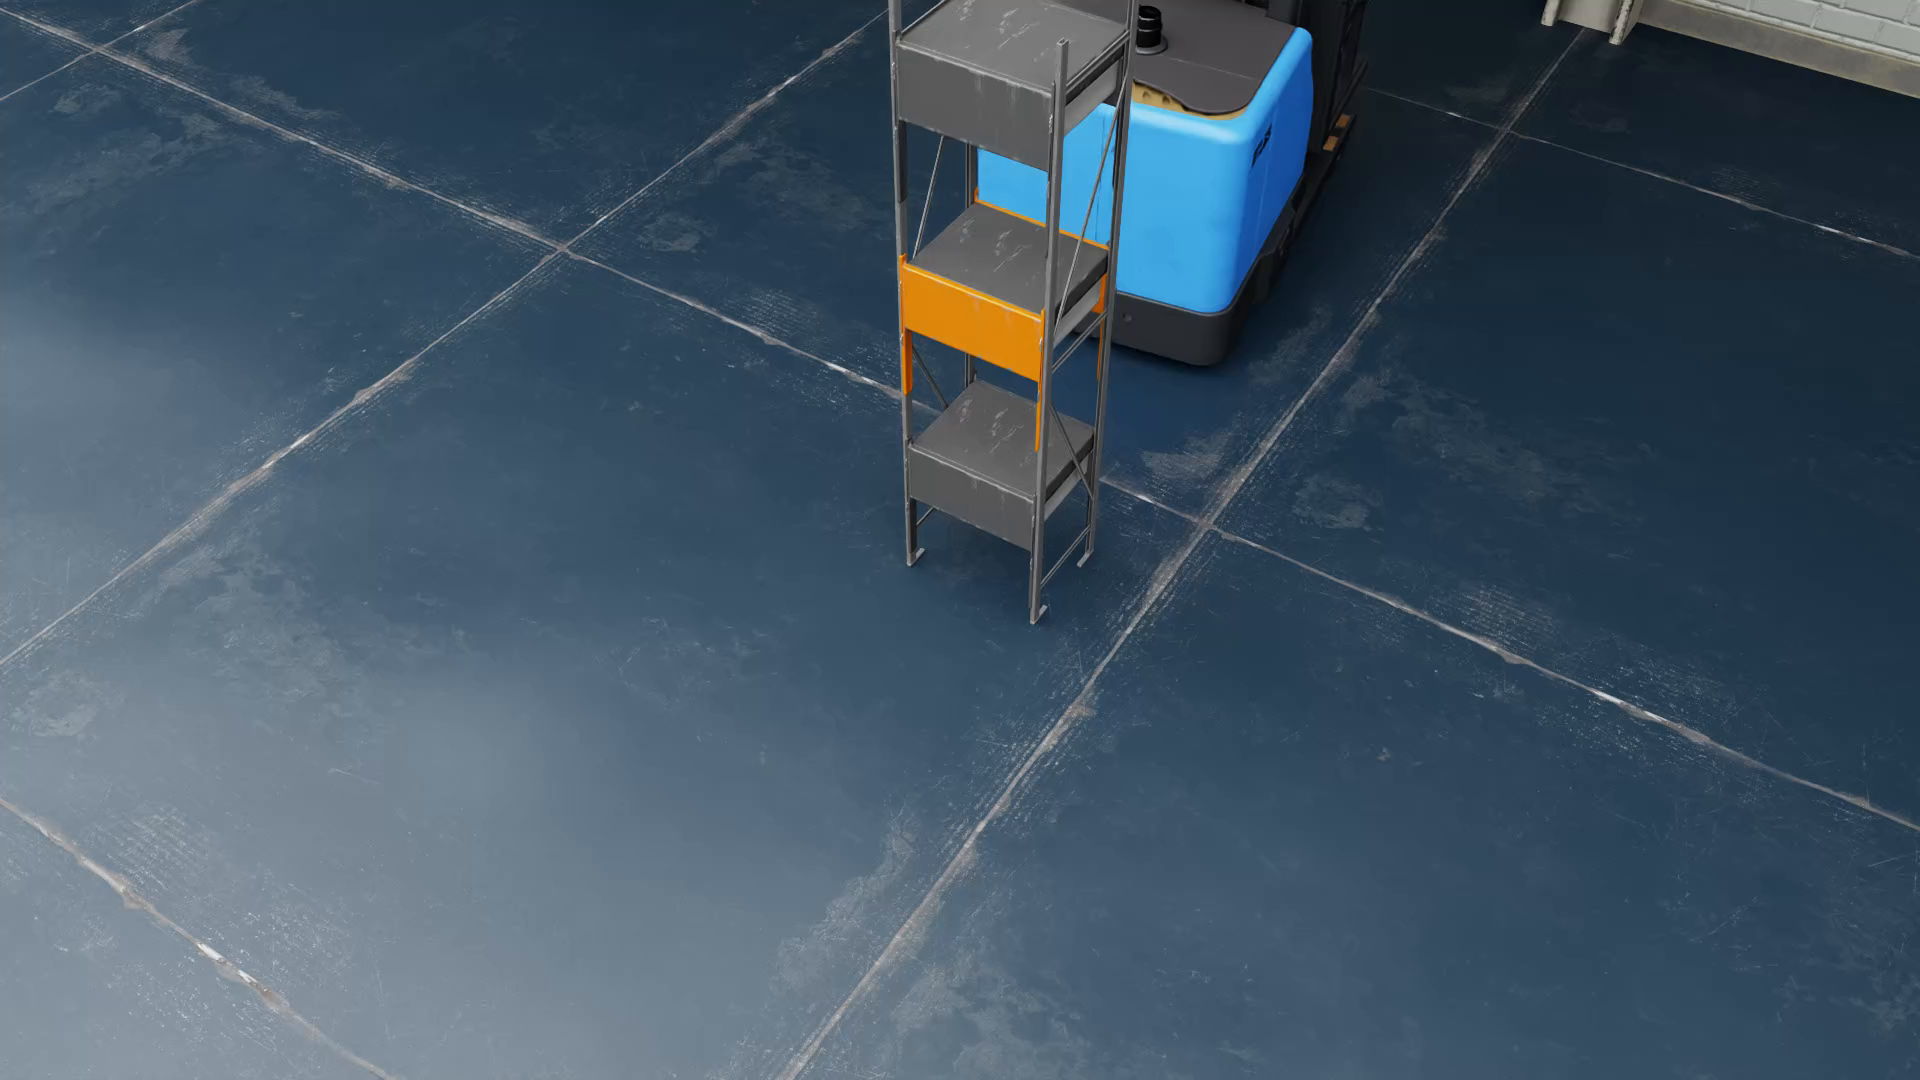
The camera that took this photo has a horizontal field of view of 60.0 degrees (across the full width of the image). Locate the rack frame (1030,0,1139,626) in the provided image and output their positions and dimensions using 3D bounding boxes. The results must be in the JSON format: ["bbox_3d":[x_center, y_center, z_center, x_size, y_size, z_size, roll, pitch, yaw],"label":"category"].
[{"bbox_3d":[0.345,-0.573,4.843,0.015,2.100,0.400,25,51,22],"label":"rack frame"}]

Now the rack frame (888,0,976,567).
[{"bbox_3d":[-0.066,-0.762,5.026,0.015,2.100,0.400,25,51,22],"label":"rack frame"}]

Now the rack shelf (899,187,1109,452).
[{"bbox_3d":[0.139,-0.658,4.944,0.480,0.518,0.431,25,51,22],"label":"rack shelf"}]

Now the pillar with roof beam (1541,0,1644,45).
[{"bbox_3d":[0.801,-3.113,2.500,0.400,9.000,9.100,25,51,22],"label":"pillar with roof beam"}]

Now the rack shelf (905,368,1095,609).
[{"bbox_3d":[0.139,-0.170,5.446,0.480,0.518,0.431,25,51,22],"label":"rack shelf"}]

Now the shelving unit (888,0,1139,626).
[{"bbox_3d":[0.139,-0.668,4.935,0.503,2.100,0.431,25,51,22],"label":"shelving unit"}]

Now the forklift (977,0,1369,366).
[{"bbox_3d":[1.116,-2.750,6.378,1.130,2.935,3.031,18,48,17],"label":"forklift"}]

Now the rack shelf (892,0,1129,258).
[{"bbox_3d":[0.139,-1.146,4.442,0.480,0.518,0.431,25,51,22],"label":"rack shelf"}]
